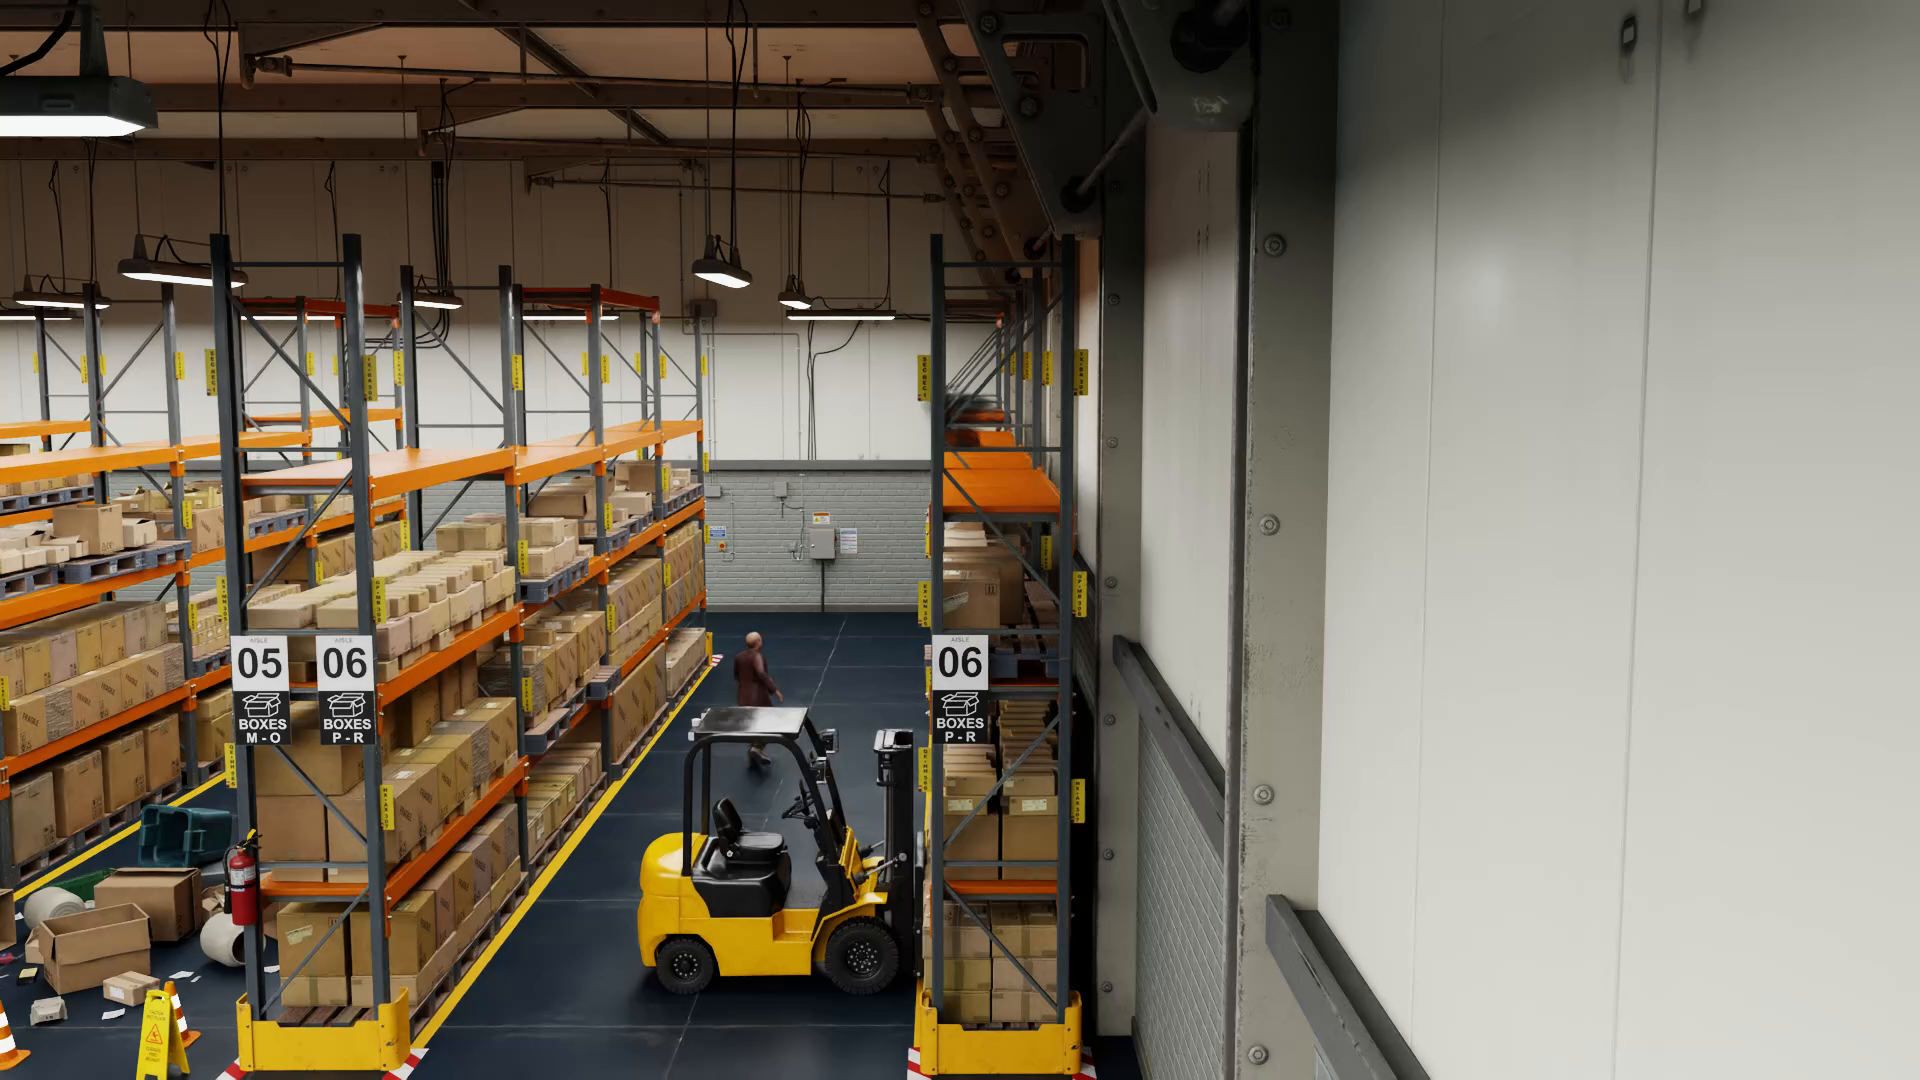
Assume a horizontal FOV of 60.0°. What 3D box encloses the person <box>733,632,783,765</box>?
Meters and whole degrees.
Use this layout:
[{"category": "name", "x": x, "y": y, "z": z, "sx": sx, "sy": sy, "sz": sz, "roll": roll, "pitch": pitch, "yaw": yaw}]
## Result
[{"category": "person", "x": -2.604, "y": 2.042, "z": 20.942, "sx": 0.816, "sy": 1.722, "sz": 0.716, "roll": 3, "pitch": 7, "yaw": 27}]
